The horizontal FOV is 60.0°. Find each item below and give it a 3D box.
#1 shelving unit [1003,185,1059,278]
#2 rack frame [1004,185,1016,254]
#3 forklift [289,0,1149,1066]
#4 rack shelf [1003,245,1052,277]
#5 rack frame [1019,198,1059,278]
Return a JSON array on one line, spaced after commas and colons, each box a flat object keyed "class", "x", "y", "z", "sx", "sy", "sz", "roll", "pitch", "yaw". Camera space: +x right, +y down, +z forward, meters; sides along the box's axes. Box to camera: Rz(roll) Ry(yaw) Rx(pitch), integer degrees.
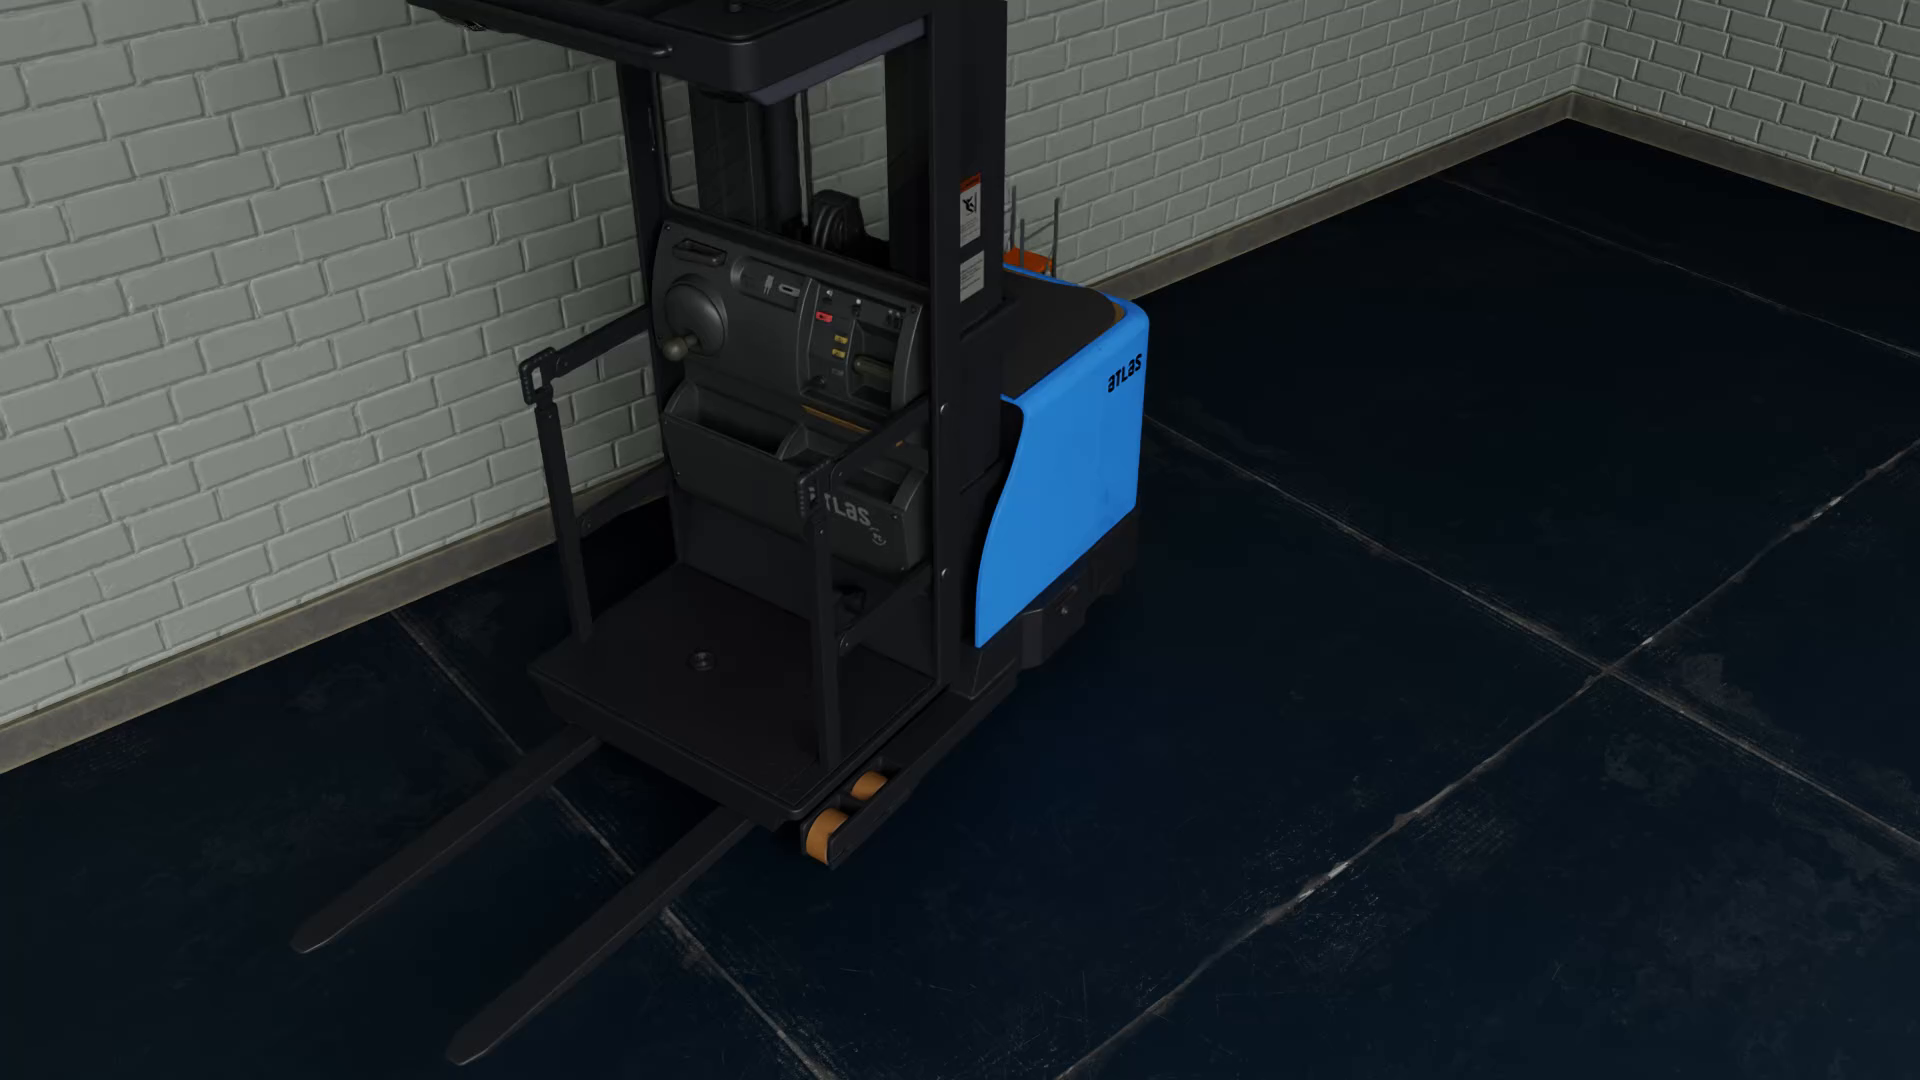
[{"class": "shelving unit", "x": 0.202, "y": -0.695, "z": 6.191, "sx": 0.189, "sy": 1.200, "sz": 0.258, "roll": 22, "pitch": 40, "yaw": 28}, {"class": "rack frame", "x": 0.128, "y": -0.725, "z": 6.234, "sx": 0.006, "sy": 1.200, "sz": 0.240, "roll": 22, "pitch": 40, "yaw": 28}, {"class": "forklift", "x": -0.619, "y": -0.557, "z": 4.501, "sx": 1.130, "sy": 2.935, "sz": 3.031, "roll": 22, "pitch": 41, "yaw": 28}, {"class": "rack shelf", "x": 0.204, "y": -0.953, "z": 6.010, "sx": 0.180, "sy": 0.103, "sz": 0.258, "roll": 22, "pitch": 40, "yaw": 28}, {"class": "rack frame", "x": 0.277, "y": -0.664, "z": 6.148, "sx": 0.006, "sy": 1.200, "sz": 0.240, "roll": 22, "pitch": 40, "yaw": 28}]
